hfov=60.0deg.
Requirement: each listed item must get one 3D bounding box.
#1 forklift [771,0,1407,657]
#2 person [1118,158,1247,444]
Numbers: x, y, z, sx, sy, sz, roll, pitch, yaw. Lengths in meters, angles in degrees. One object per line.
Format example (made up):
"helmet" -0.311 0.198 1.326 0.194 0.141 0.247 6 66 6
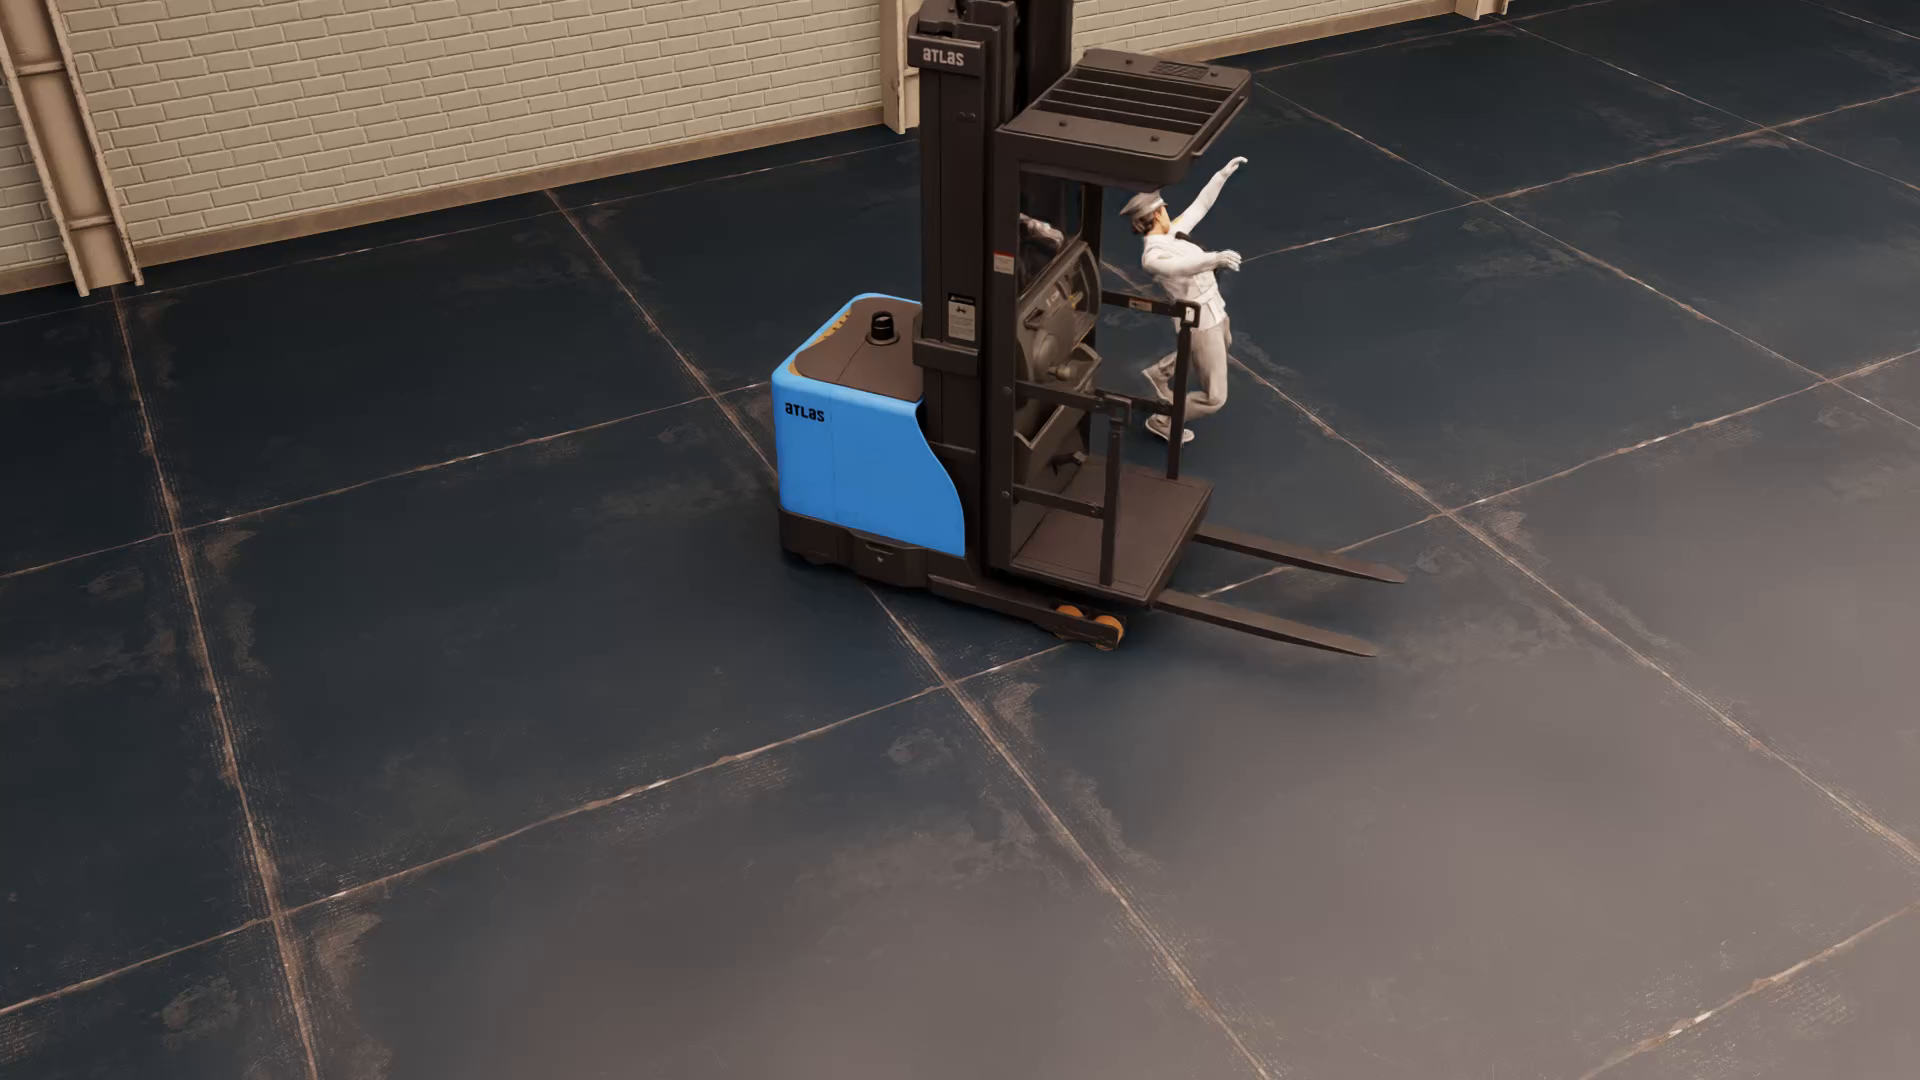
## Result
"forklift" 0.641 -1.022 7.569 3.031 2.935 1.130 15 38 20
"person" 1.165 -1.220 9.033 0.683 1.549 0.946 4 35 6
